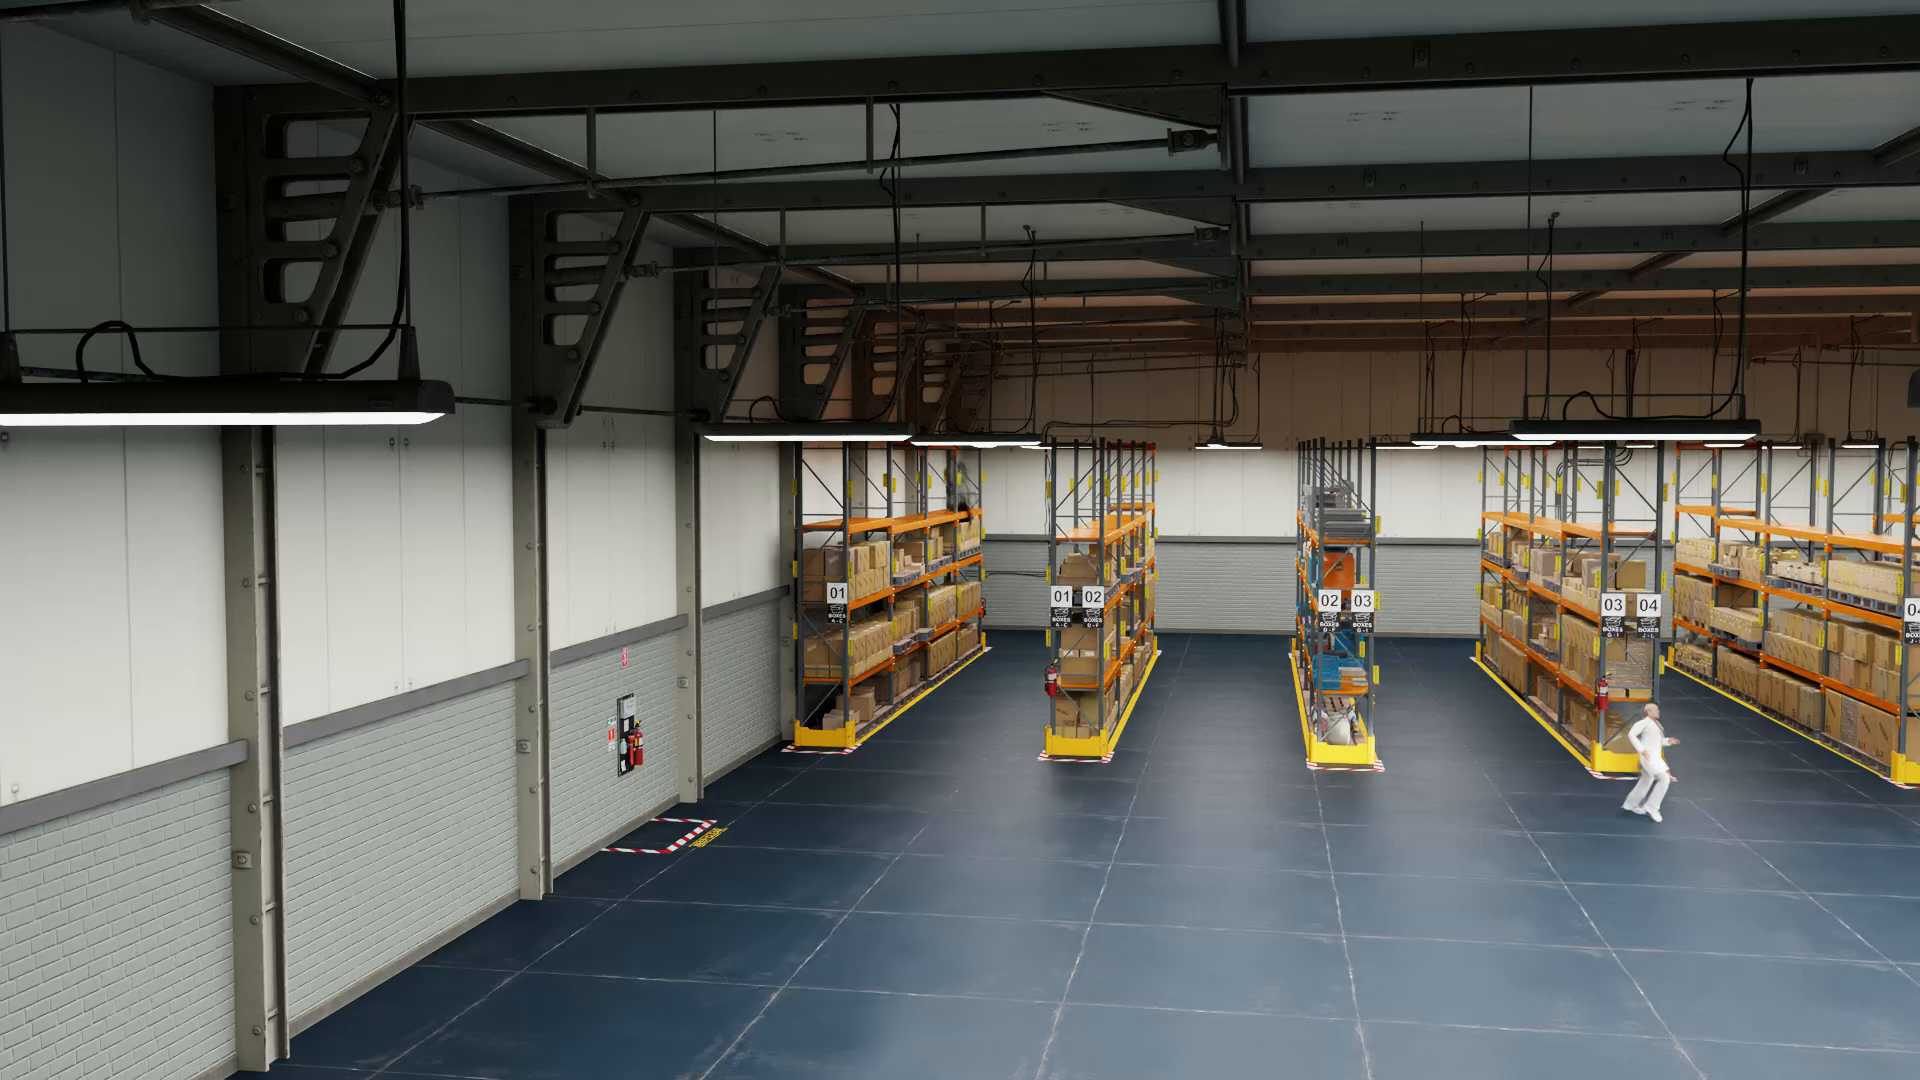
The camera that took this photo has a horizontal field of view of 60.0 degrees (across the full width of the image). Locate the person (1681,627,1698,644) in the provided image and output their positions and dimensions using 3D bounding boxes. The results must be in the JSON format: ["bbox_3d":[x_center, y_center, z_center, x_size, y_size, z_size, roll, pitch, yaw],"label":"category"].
[{"bbox_3d":[20.129,2.458,45.770,0.523,1.678,0.796,1,3,26],"label":"person"}]

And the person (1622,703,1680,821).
[{"bbox_3d":[10.812,3.470,25.991,0.798,1.832,0.680,2,4,33],"label":"person"}]
